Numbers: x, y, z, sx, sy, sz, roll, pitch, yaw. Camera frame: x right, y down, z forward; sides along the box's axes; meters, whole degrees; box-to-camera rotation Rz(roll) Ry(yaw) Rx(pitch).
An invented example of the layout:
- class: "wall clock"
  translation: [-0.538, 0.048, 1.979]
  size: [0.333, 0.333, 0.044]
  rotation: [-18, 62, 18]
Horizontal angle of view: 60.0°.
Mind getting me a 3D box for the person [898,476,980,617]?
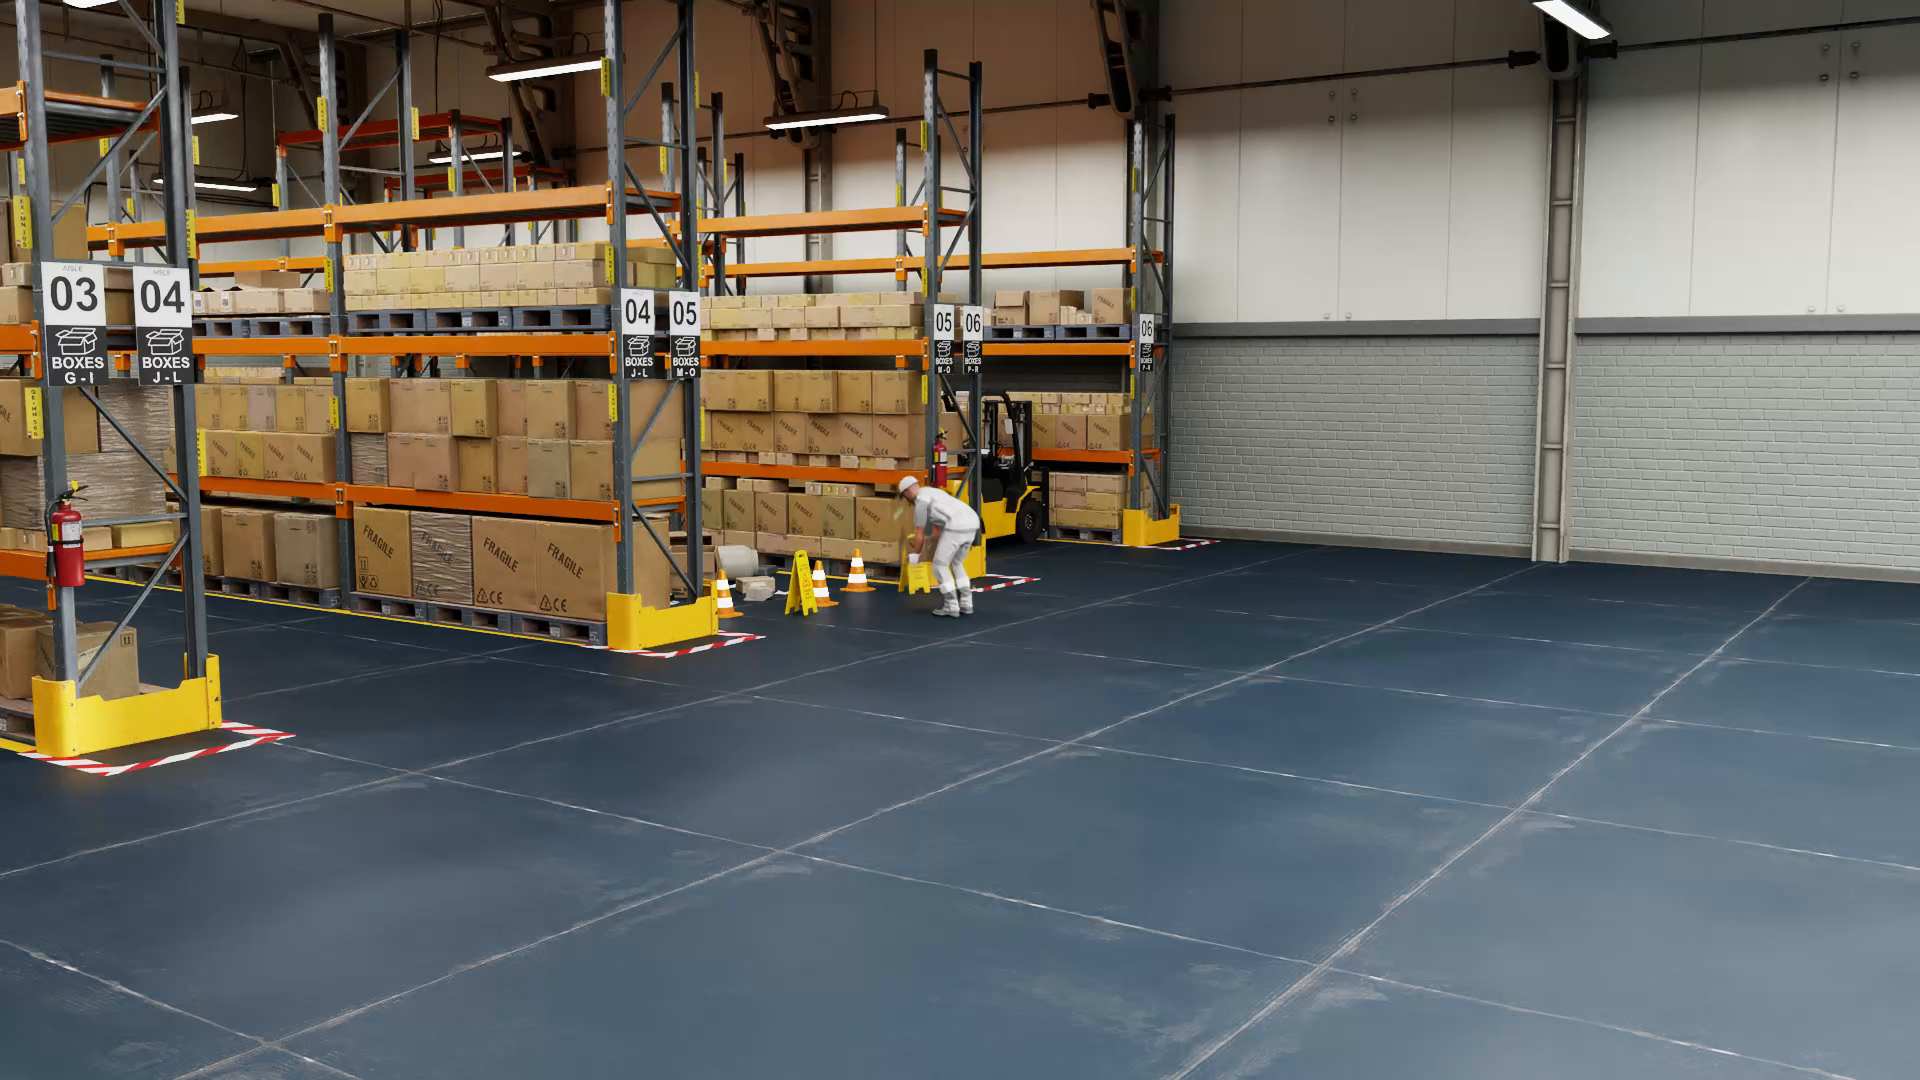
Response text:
- class: "person"
  translation: [-0.232, 0.053, 16.940]
  size: [0.888, 1.392, 0.498]
  rotation: [4, 7, 32]
